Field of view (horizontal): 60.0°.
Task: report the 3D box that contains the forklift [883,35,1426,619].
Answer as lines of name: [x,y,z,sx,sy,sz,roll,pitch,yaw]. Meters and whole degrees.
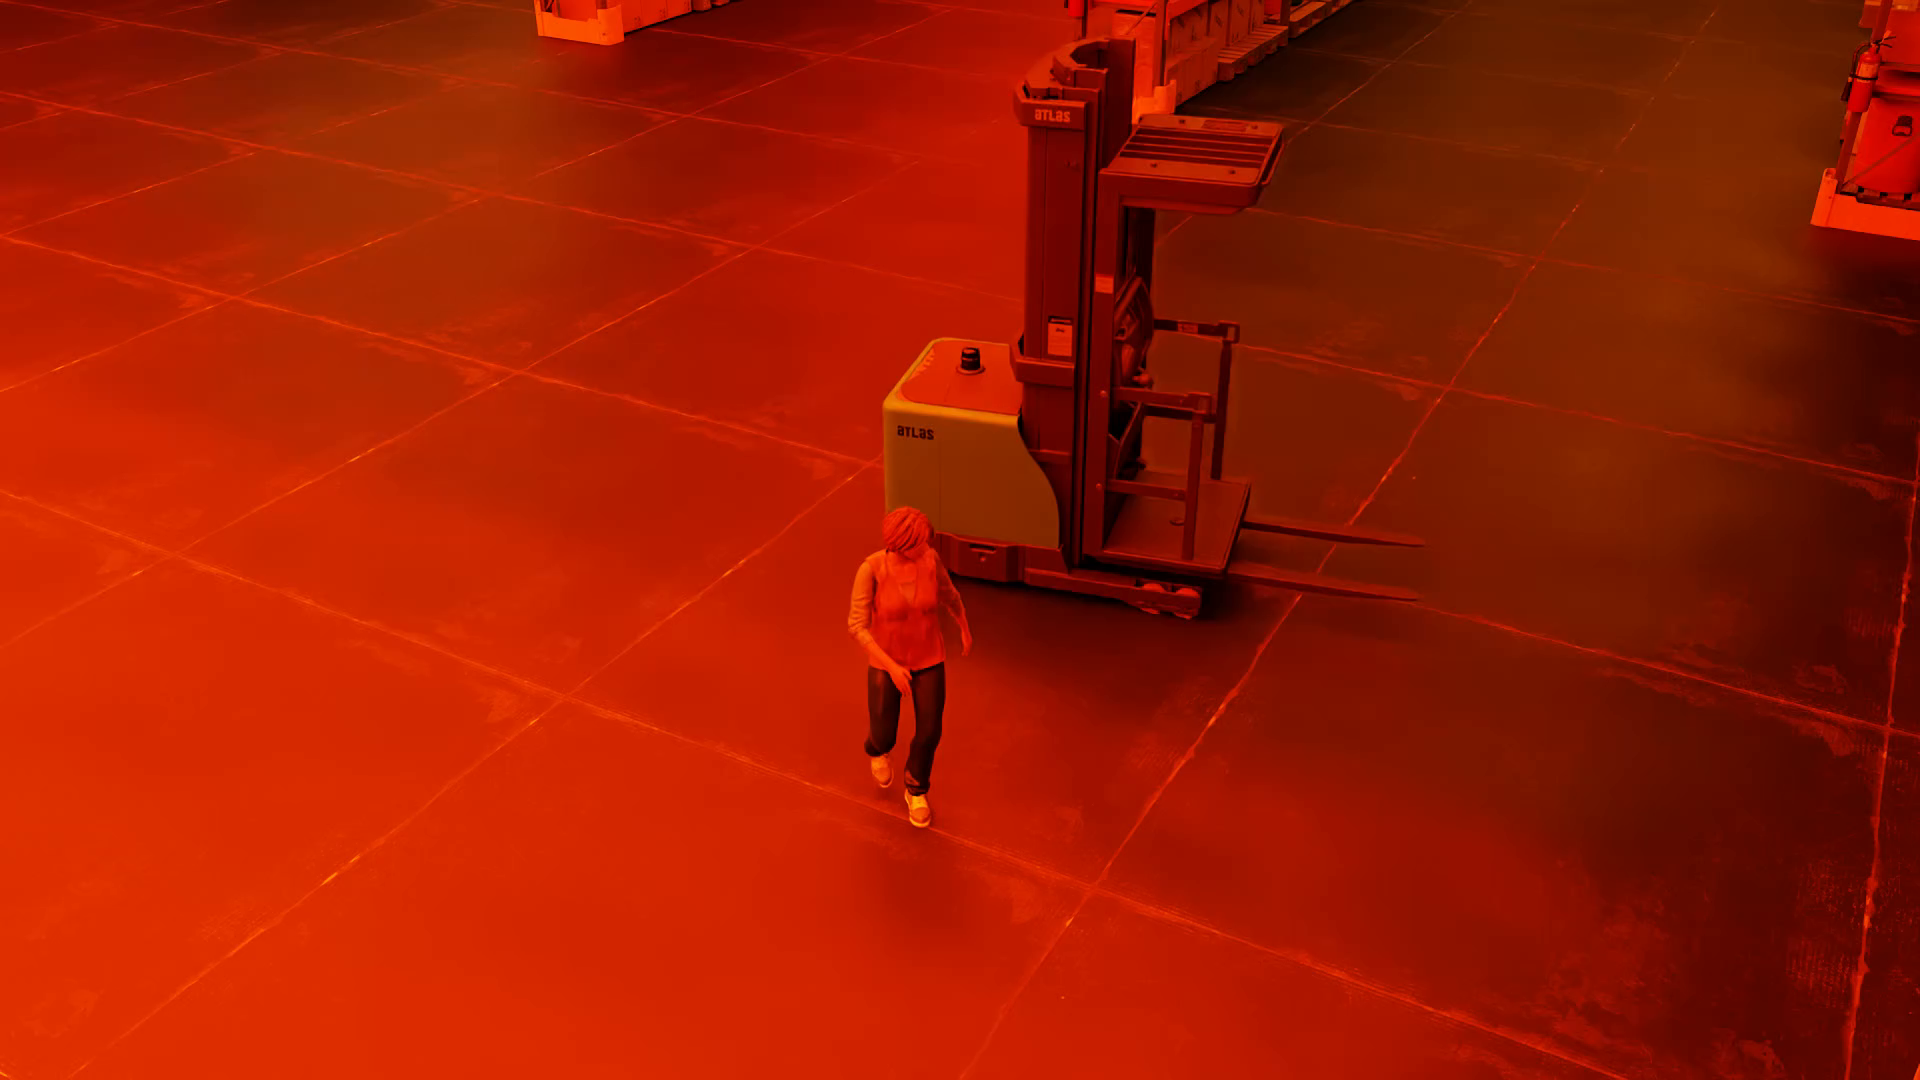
forklift: [1.130,-1.129,9.027,3.031,2.935,1.130,8,31,14]

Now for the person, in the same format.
person: [-0.208,0.554,7.501,0.595,1.555,0.535,-5,30,-9]
